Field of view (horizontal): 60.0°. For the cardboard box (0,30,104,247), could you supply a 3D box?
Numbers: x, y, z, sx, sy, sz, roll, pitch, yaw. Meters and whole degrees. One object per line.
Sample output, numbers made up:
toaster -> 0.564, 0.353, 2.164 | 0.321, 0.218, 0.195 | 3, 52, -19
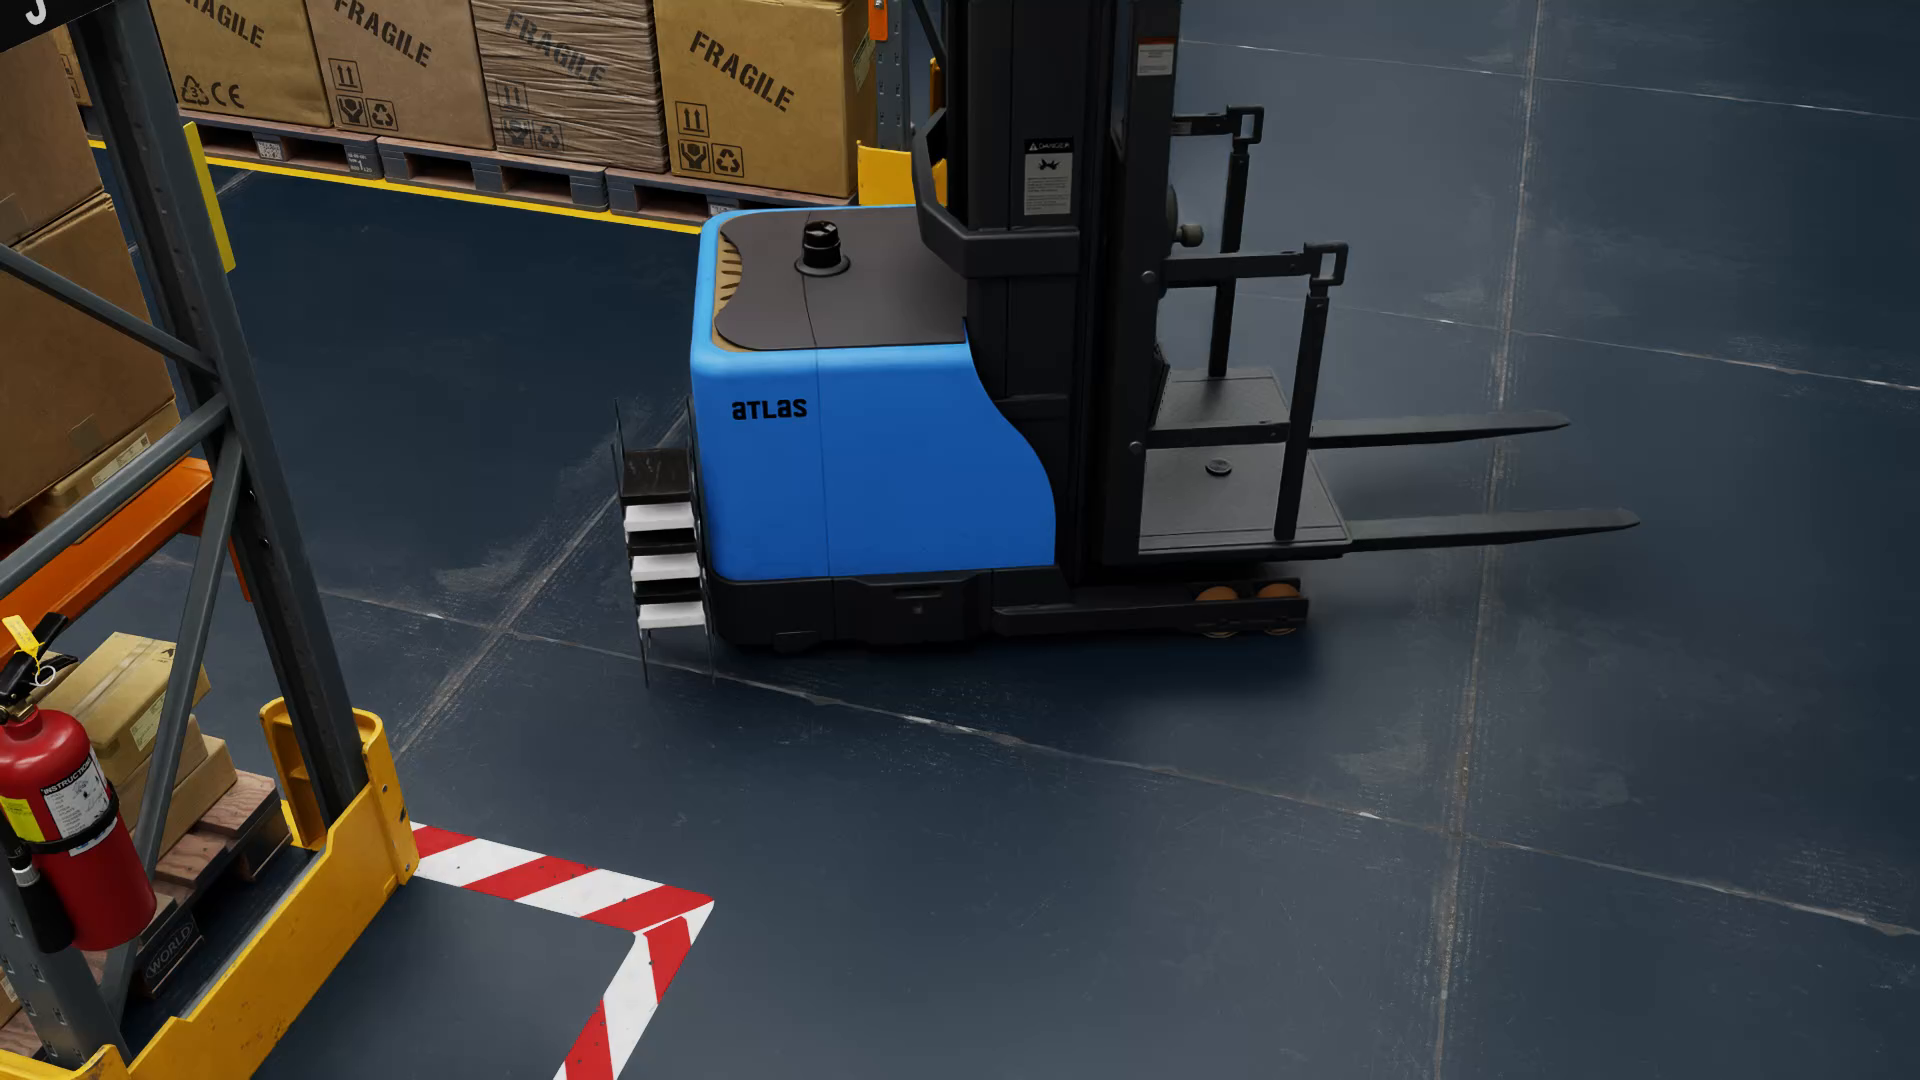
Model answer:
cardboard box -> -2.078, -0.826, 3.163 | 0.500, 0.500, 0.500 | 10, 38, 14

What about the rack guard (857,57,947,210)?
rack guard -> -0.130, -1.811, 7.789 | 0.348, 0.500, 1.175 | 10, 38, 14

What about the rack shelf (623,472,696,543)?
rack shelf -> -0.876, -0.101, 4.880 | 0.200, 0.077, 0.258 | -4, 37, -5

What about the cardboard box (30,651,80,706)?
cardboard box -> -2.426, 0.441, 4.170 | 0.250, 0.149, 0.380 | 11, 38, 15

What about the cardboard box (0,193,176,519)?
cardboard box -> -2.074, -0.429, 3.467 | 0.500, 0.500, 0.500 | 12, 38, 16

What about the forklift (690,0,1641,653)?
forklift -> 0.698, -1.177, 4.877 | 3.031, 2.935, 1.130 | -3, 36, -4

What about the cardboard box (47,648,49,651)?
cardboard box -> -2.628, 0.323, 4.329 | 0.250, 0.149, 0.380 | 10, 38, 14

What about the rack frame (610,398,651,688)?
rack frame -> -0.978, 0.024, 4.958 | 0.006, 0.900, 0.240 | -4, 37, -5

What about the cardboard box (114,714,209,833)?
cardboard box -> -2.152, 0.588, 4.220 | 0.250, 0.149, 0.380 | 12, 38, 16

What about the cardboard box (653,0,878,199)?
cardboard box -> -0.787, -2.203, 7.651 | 0.875, 0.875, 0.875 | 10, 38, 14

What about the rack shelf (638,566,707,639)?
rack shelf -> -0.877, 0.189, 5.093 | 0.200, 0.077, 0.258 | -4, 37, -5

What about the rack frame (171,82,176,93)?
rack frame -> -3.971, -3.529, 8.014 | 0.127, 3.000, 1.000 | 10, 38, 14

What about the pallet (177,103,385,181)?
pallet -> -3.268, -2.227, 8.598 | 1.213, 0.211, 1.003 | 10, 38, 14

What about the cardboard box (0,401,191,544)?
cardboard box -> -1.940, -0.175, 3.669 | 0.250, 0.149, 0.380 | 10, 38, 14

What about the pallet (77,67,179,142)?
pallet -> -4.730, -2.500, 8.968 | 1.213, 0.211, 1.003 | 10, 38, 14

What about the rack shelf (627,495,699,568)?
rack shelf -> -0.876, -0.028, 4.933 | 0.200, 0.077, 0.258 | -4, 37, -5

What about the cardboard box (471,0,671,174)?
cardboard box -> -1.656, -2.364, 7.870 | 0.875, 0.875, 0.875 | 10, 38, 14

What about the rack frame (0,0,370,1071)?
rack frame -> -1.728, -0.033, 3.265 | 0.127, 3.000, 1.000 | 10, 38, 14

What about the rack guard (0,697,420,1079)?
rack guard -> -1.801, 0.960, 4.024 | 0.348, 0.500, 1.175 | 10, 38, 14

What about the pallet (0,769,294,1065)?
pallet -> -2.566, 0.913, 4.332 | 1.213, 0.211, 1.003 | 10, 38, 14

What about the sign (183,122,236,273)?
sign -> -1.567, -0.689, 3.425 | 0.005, 0.325, 0.100 | 10, 38, 14

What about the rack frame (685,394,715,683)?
rack frame -> -0.776, 0.011, 4.976 | 0.006, 0.900, 0.240 | -4, 37, -5

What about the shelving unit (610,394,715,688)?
shelving unit -> -0.877, 0.017, 4.967 | 0.210, 0.900, 0.258 | -4, 37, -5

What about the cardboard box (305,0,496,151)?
cardboard box -> -2.506, -2.521, 8.083 | 0.875, 0.875, 0.875 | 10, 38, 14

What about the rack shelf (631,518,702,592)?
rack shelf -> -0.877, 0.044, 4.987 | 0.200, 0.077, 0.258 | -4, 37, -5

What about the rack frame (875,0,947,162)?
rack frame -> -0.153, -2.822, 7.054 | 0.127, 3.000, 1.000 | 10, 38, 14

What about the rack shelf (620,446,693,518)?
rack shelf -> -0.876, -0.173, 4.827 | 0.200, 0.077, 0.258 | -4, 37, -5

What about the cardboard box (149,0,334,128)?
cardboard box -> -3.365, -2.680, 8.299 | 0.875, 0.875, 0.875 | 10, 38, 14

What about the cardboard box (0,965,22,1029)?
cardboard box -> -2.293, 0.971, 3.952 | 0.250, 0.149, 0.380 | 11, 38, 15

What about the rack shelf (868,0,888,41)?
rack shelf -> -2.062, -2.886, 7.747 | 4.000, 0.370, 1.077 | 10, 38, 14

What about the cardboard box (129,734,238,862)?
cardboard box -> -2.133, 0.672, 4.357 | 0.250, 0.149, 0.380 | 11, 38, 15

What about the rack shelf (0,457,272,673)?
rack shelf -> -3.637, -0.097, 3.958 | 4.000, 0.370, 1.077 | 10, 38, 14

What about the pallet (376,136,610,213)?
pallet -> -2.100, -2.013, 8.306 | 1.213, 0.211, 1.003 | 10, 38, 14

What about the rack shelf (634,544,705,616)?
rack shelf -> -0.877, 0.117, 5.040 | 0.200, 0.077, 0.258 | -4, 37, -5

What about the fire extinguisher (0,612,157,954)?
fire extinguisher -> -1.625, 0.454, 2.983 | 0.183, 0.674, 0.296 | 10, 38, 14

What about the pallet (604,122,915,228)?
pallet -> -0.939, -1.796, 8.012 | 1.213, 0.211, 1.003 | 10, 38, 14

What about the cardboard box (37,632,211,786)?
cardboard box -> -2.127, 0.421, 4.196 | 0.250, 0.149, 0.380 | 9, 37, 12

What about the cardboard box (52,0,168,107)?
cardboard box -> -4.588, -2.944, 8.658 | 0.875, 0.875, 1.225 | 11, 38, 14
